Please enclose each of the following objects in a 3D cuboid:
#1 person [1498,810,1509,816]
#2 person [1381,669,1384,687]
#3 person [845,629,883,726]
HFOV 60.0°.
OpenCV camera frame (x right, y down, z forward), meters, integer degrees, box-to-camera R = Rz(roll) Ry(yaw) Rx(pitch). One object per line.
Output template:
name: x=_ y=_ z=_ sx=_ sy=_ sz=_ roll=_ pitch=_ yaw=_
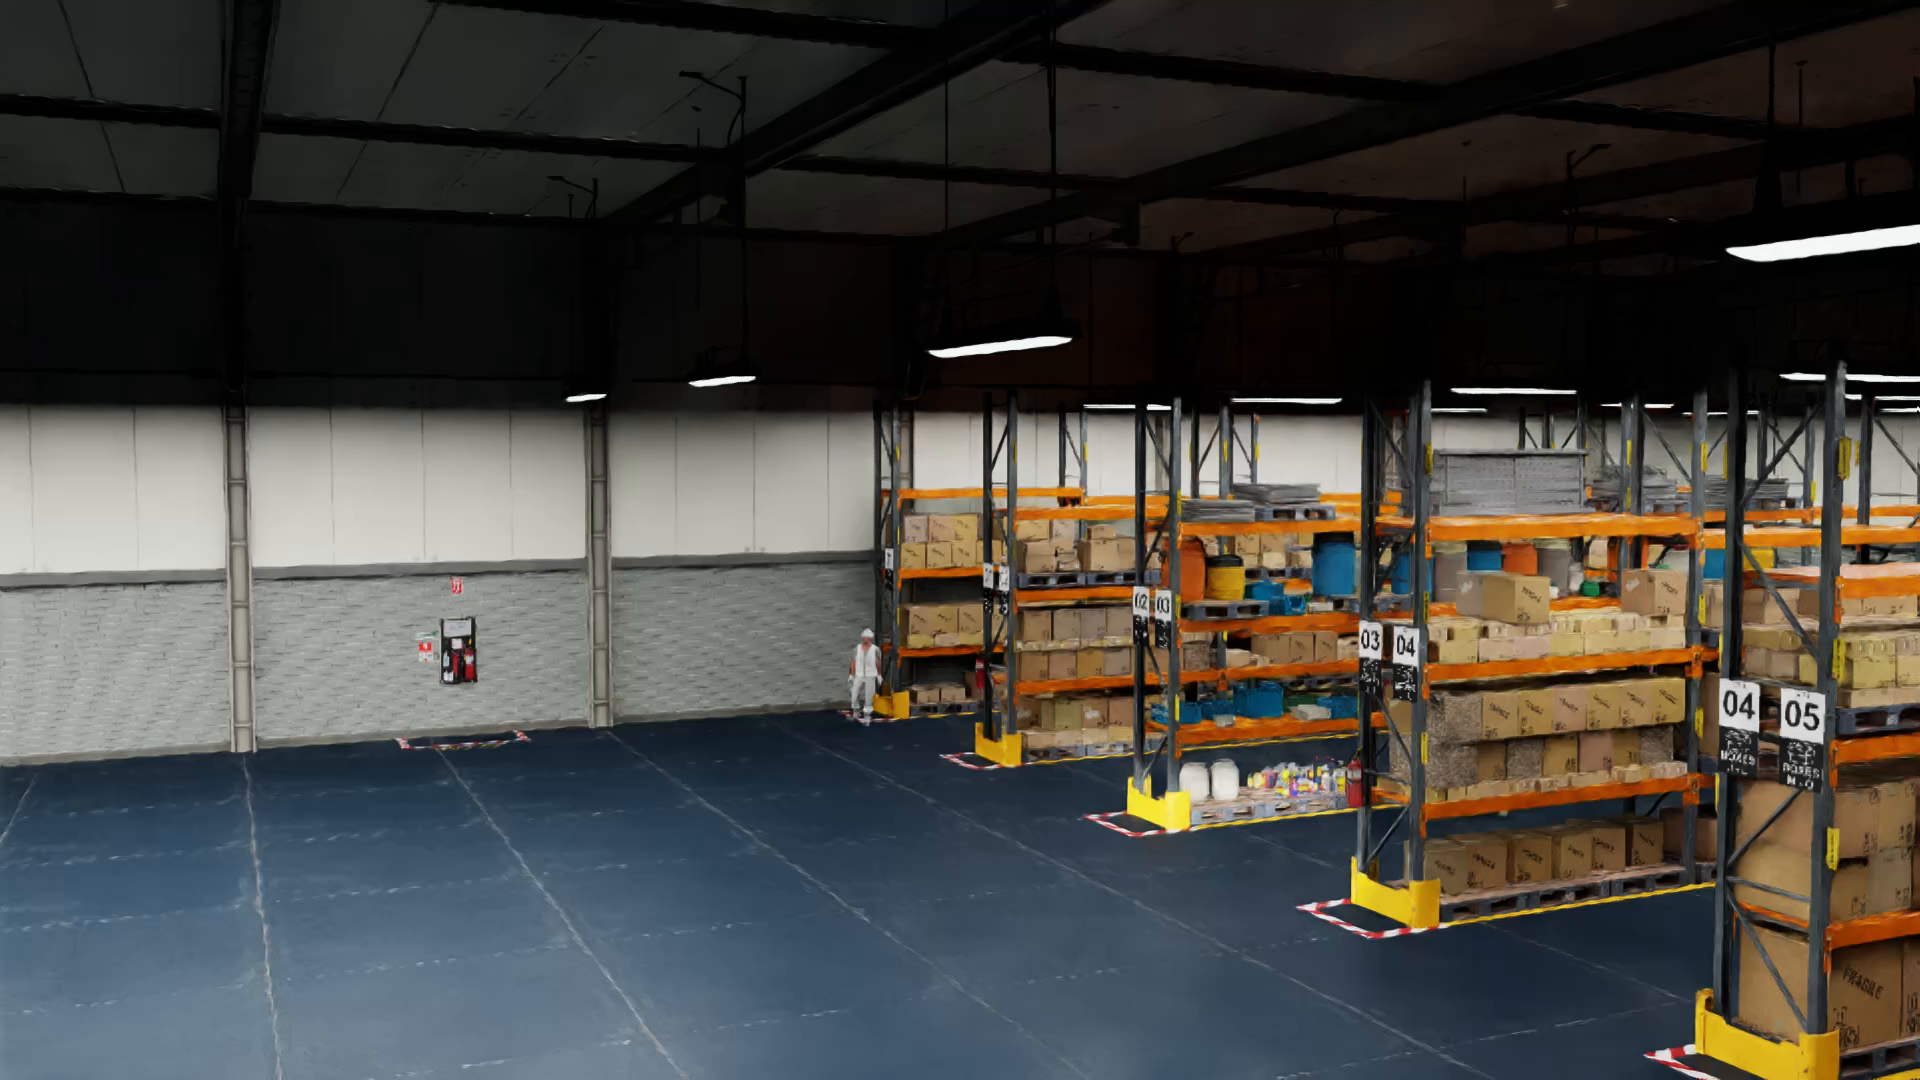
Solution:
person: x=7.505 y=2.947 z=23.218 sx=0.849 sy=1.718 sz=0.701 roll=-3 pitch=4 yaw=-41
person: x=8.020 y=2.457 z=32.543 sx=1.086 sy=1.589 sz=0.495 roll=-1 pitch=4 yaw=-22
person: x=-1.768 y=2.499 z=30.354 sx=0.704 sy=1.776 sz=0.460 roll=0 pitch=3 yaw=4
